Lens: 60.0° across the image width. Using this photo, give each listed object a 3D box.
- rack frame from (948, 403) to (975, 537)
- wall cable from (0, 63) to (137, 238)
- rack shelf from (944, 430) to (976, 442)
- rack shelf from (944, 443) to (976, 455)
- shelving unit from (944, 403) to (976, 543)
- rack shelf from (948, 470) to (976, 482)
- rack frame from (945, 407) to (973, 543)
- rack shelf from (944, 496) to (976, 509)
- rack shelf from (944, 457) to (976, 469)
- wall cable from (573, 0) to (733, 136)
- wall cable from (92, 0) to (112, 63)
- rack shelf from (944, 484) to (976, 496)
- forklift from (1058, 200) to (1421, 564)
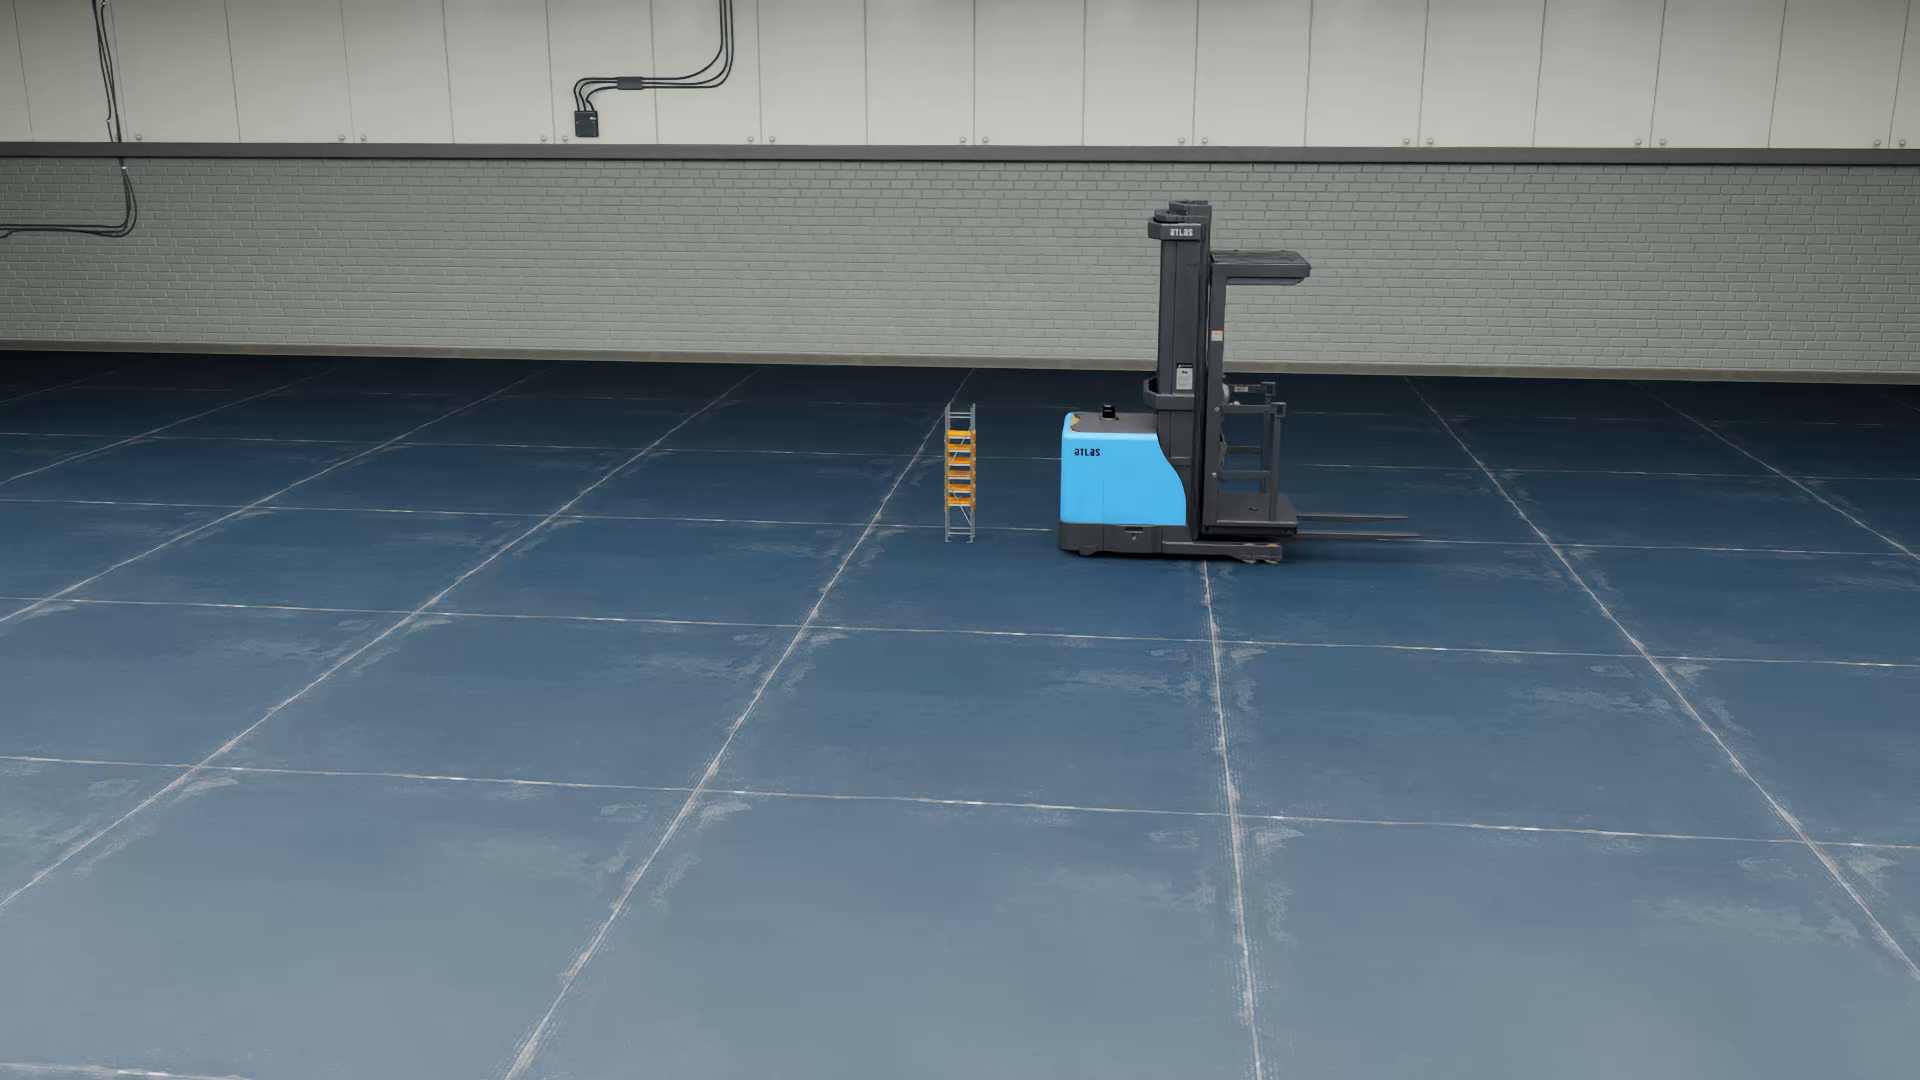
[{"bbox_3d":[0.012,-0.607,14.607,0.240,1.200,0.006,2,15,6],"label":"rack frame"},{"bbox_3d":[-13.712,-5.717,24.512,3.097,2.526,0.112,2,15,6],"label":"wall cable"},{"bbox_3d":[0.002,-0.888,14.437,0.258,0.103,0.180,2,15,6],"label":"rack shelf"},{"bbox_3d":[0.002,-0.772,14.468,0.258,0.103,0.180,2,15,6],"label":"rack shelf"},{"bbox_3d":[0.002,-0.583,14.519,0.258,1.200,0.189,2,15,6],"label":"shelving unit"},{"bbox_3d":[0.002,-0.540,14.531,0.258,0.103,0.180,2,15,6],"label":"rack shelf"},{"bbox_3d":[-0.009,-0.559,14.432,0.240,1.200,0.006,2,15,6],"label":"rack frame"},{"bbox_3d":[0.002,-0.308,14.594,0.258,0.103,0.180,2,15,6],"label":"rack shelf"},{"bbox_3d":[0.002,-0.656,14.500,0.258,0.103,0.180,2,15,6],"label":"rack shelf"},{"bbox_3d":[-4.281,-8.574,22.614,2.305,6.003,0.169,2,15,6],"label":"wall cable"},{"bbox_3d":[-11.024,-8.075,23.559,3.097,2.526,0.112,2,15,6],"label":"wall cable"},{"bbox_3d":[0.002,-0.424,14.562,0.258,0.103,0.180,2,15,6],"label":"rack shelf"},{"bbox_3d":[2.388,-1.360,14.077,3.031,2.935,1.130,1,15,5],"label":"forklift"}]
